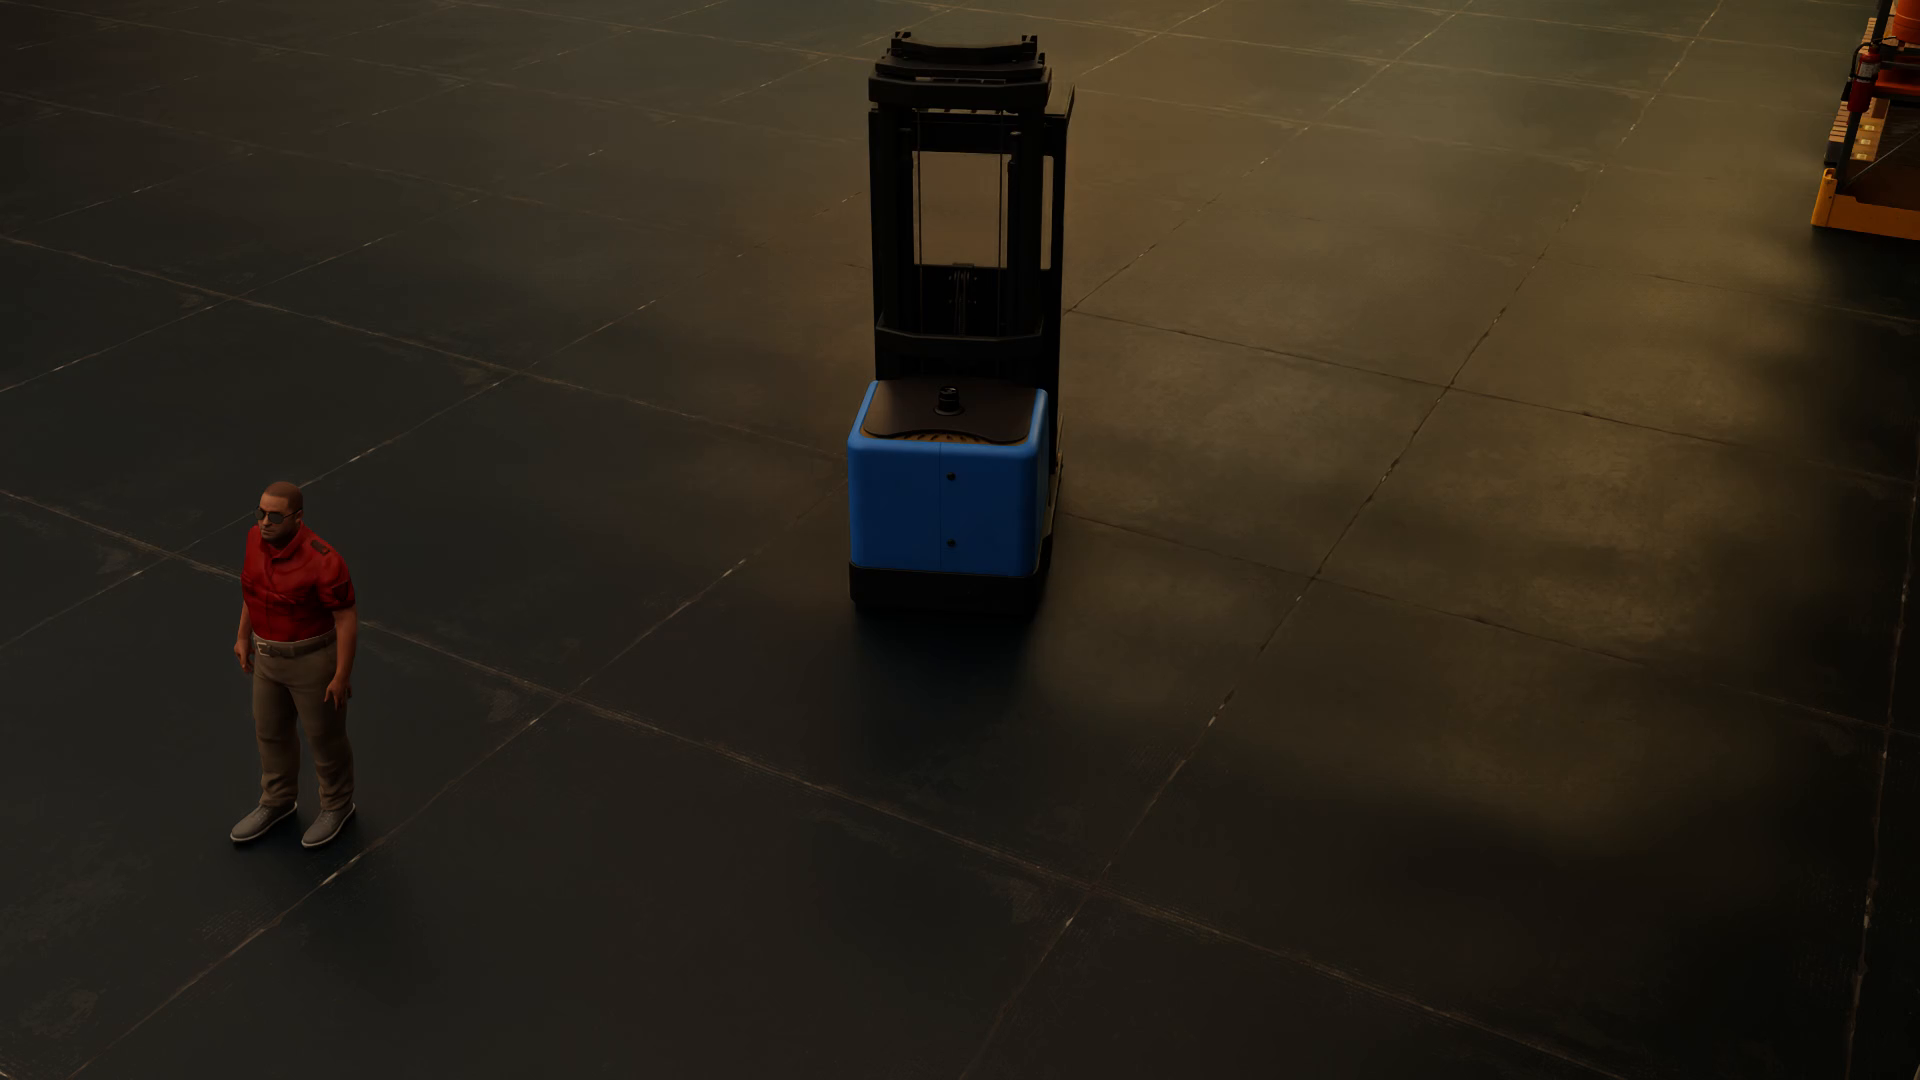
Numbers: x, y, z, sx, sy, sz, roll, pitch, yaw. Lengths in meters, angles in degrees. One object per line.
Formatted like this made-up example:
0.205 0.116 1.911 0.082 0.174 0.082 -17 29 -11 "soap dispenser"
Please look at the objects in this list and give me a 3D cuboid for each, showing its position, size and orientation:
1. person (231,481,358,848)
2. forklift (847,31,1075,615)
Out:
-2.955 0.572 7.268 0.641 1.727 0.551 13 33 22 "person"
0.072 -1.572 9.794 1.130 2.935 3.031 3 30 6 "forklift"
